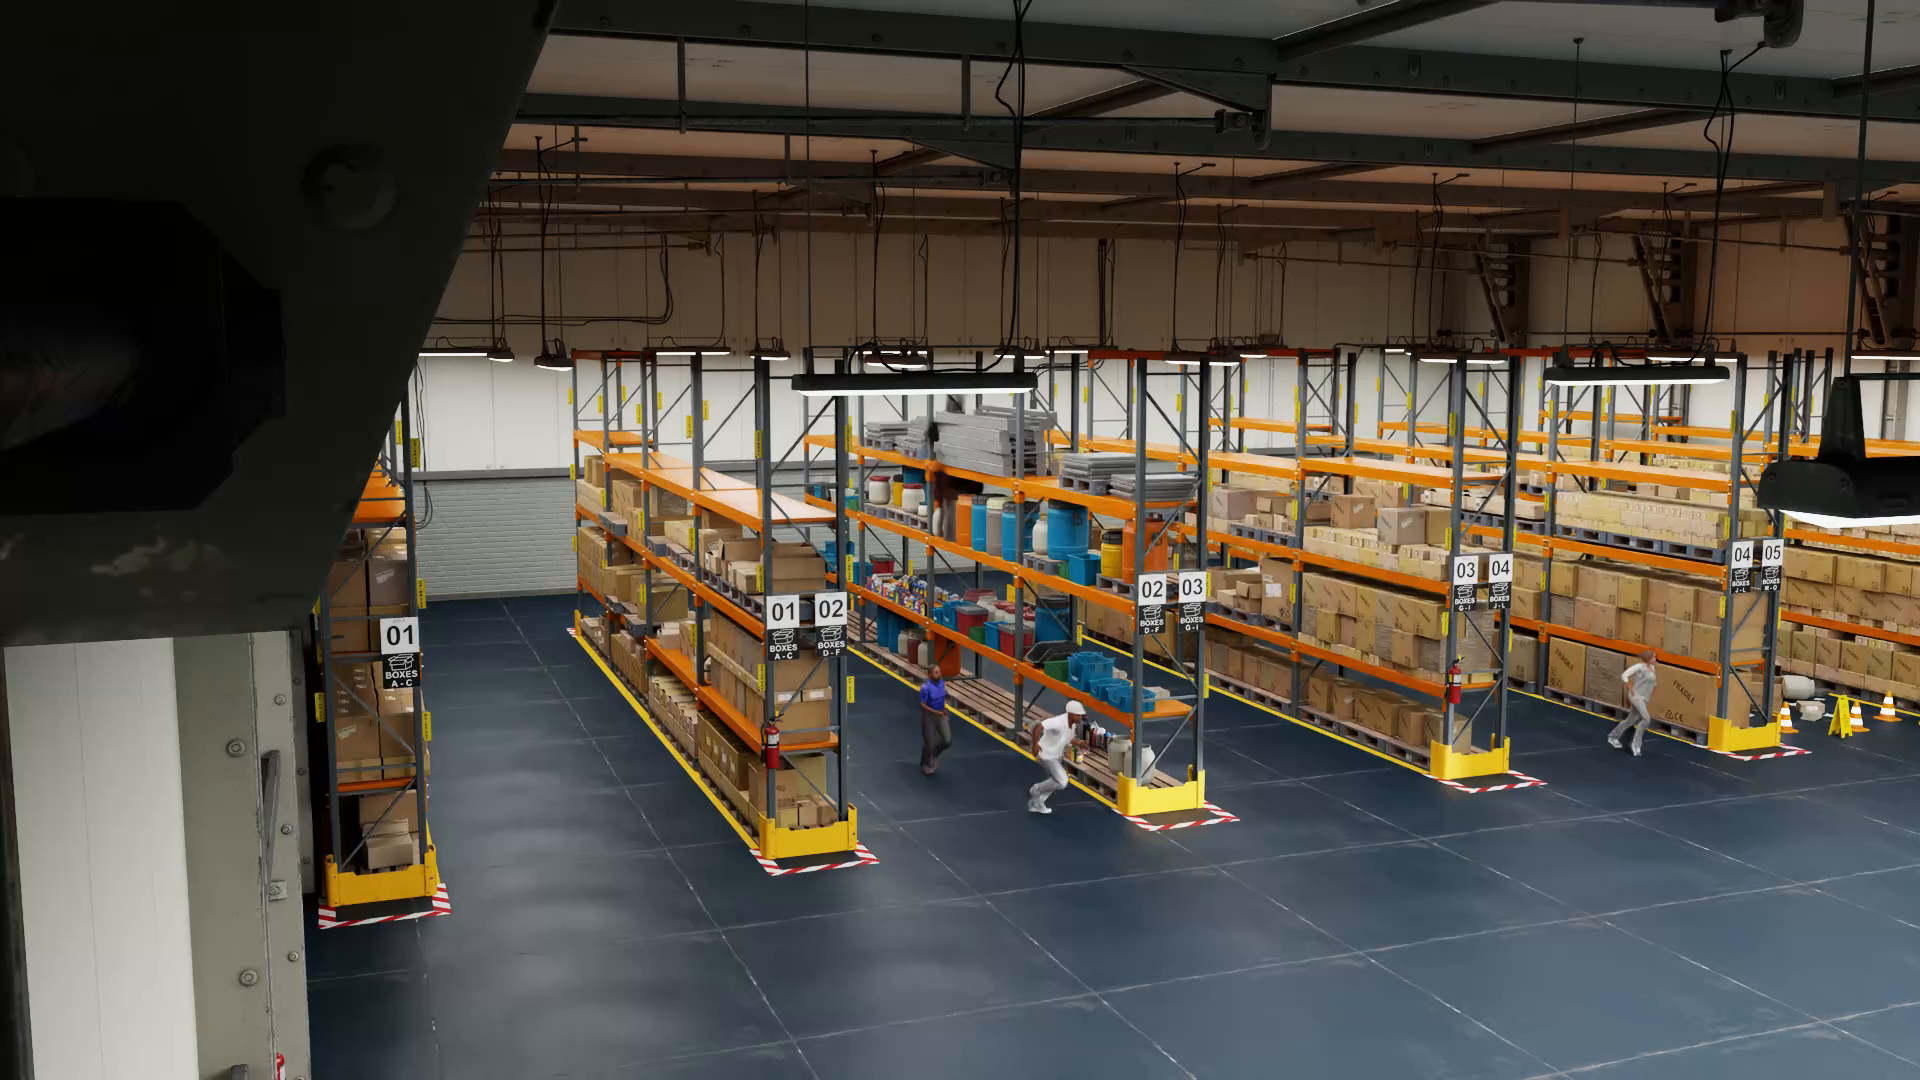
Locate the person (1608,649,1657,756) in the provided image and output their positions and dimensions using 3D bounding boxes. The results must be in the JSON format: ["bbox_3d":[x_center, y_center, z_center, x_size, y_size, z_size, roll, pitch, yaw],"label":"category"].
[{"bbox_3d":[10.258,2.454,25.280,0.581,1.603,0.660,-7,10,-44],"label":"person"}]

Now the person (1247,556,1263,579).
[{"bbox_3d":[6.239,1.203,34.669,0.785,1.751,0.670,-2,8,-19],"label":"person"}]

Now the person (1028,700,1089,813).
[{"bbox_3d":[1.250,2.854,21.739,0.833,1.576,0.735,4,8,31],"label":"person"}]

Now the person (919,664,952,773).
[{"bbox_3d":[-0.338,2.570,23.844,0.551,1.611,0.664,-6,9,-38],"label":"person"}]
